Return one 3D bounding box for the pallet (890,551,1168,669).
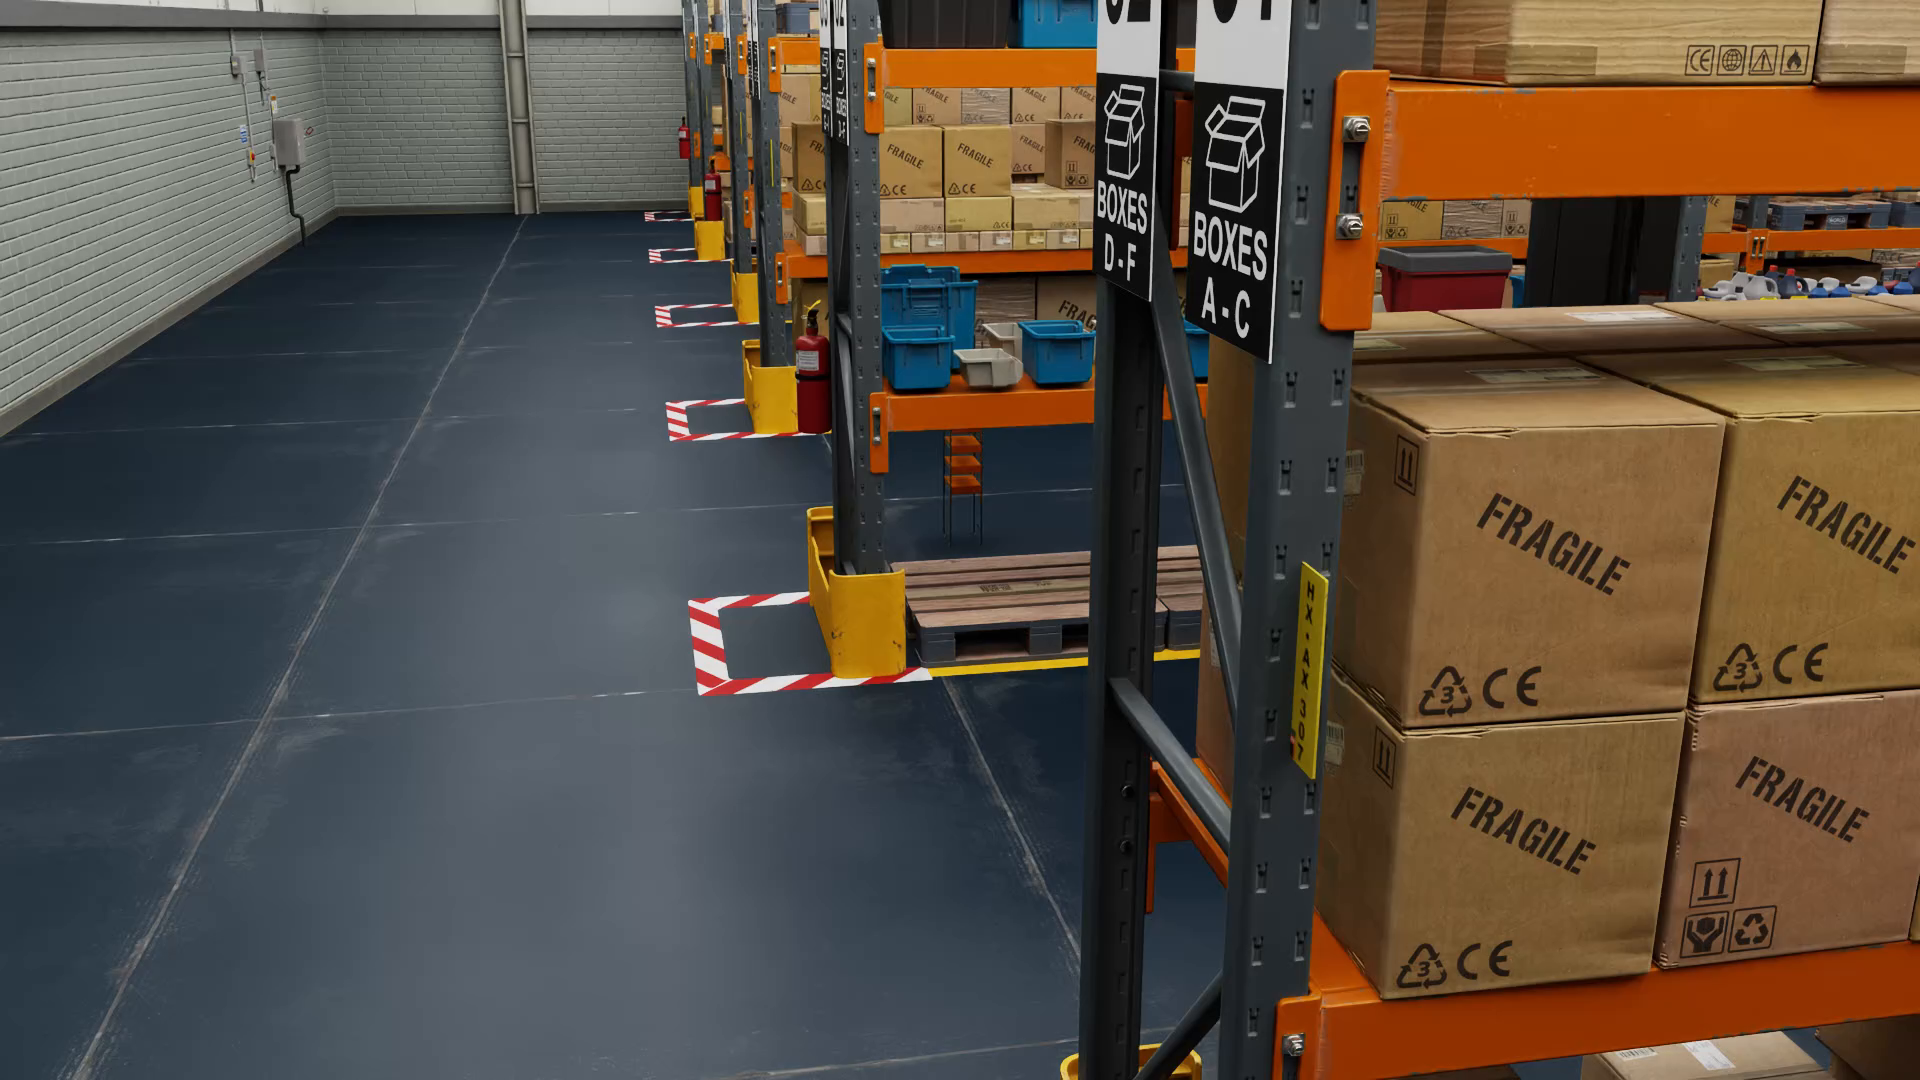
[{"bbox_3d":[0.315,0.329,8.380,1.213,0.211,1.003,-3,17,-10],"label":"pallet"}]

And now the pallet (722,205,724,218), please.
[{"bbox_3d":[-3.409,-5.400,27.034,1.213,0.211,1.003,-3,17,-10],"label":"pallet"}]

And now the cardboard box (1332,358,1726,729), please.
[{"bbox_3d":[0.920,-0.015,2.879,0.500,0.500,0.500,-3,17,-9],"label":"cardboard box"}]

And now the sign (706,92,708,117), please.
[{"bbox_3d":[-3.222,-5.545,21.147,0.005,0.325,0.100,-3,17,-10],"label":"sign"}]

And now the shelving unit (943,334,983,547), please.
[{"bbox_3d":[0.014,-0.574,9.638,0.189,1.200,0.258,-3,17,-10],"label":"shelving unit"}]

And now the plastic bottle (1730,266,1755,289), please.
[{"bbox_3d":[4.266,-1.314,9.064,0.185,0.351,0.144,-3,17,-10],"label":"plastic bottle"}]

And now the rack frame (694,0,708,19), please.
[{"bbox_3d":[-3.321,-8.121,20.927,0.127,3.000,1.000,-3,17,-10],"label":"rack frame"}]

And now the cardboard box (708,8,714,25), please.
[{"bbox_3d":[-3.779,-8.135,25.827,0.500,0.250,0.500,-3,17,-11],"label":"cardboard box"}]

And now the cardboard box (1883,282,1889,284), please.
[{"bbox_3d":[8.165,-1.969,14.621,0.500,0.500,0.700,-2,17,-6],"label":"cardboard box"}]

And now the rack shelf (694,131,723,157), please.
[{"bbox_3d":[-2.303,-6.452,26.934,4.000,0.370,1.077,-3,17,-10],"label":"rack shelf"}]

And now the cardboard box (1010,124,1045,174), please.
[{"bbox_3d":[0.713,-4.108,17.401,0.500,0.500,0.500,-4,17,-12],"label":"cardboard box"}]

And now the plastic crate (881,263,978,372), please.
[{"bbox_3d":[-0.208,-1.087,8.080,0.499,0.435,0.616,-3,17,-10],"label":"plastic crate"}]

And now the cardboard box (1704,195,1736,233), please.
[{"bbox_3d":[5.976,-2.791,13.620,0.500,0.500,0.500,-3,17,-9],"label":"cardboard box"}]

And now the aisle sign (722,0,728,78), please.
[{"bbox_3d":[-2.412,-5.157,17.066,0.004,0.787,0.394,-3,17,-10],"label":"aisle sign"}]

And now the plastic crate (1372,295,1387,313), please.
[{"bbox_3d":[1.892,-1.132,8.487,0.530,0.282,0.437,-3,17,-10],"label":"plastic crate"}]

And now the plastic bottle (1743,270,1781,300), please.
[{"bbox_3d":[4.293,-1.272,8.929,0.185,0.351,0.144,-3,17,-10],"label":"plastic bottle"}]

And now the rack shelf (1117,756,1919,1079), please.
[{"bbox_3d":[2.398,0.692,3.676,4.000,0.370,1.077,-3,17,-10],"label":"rack shelf"}]

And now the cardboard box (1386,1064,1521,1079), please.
[{"bbox_3d":[0.921,1.343,3.840,0.500,0.500,0.500,-3,17,-10],"label":"cardboard box"}]

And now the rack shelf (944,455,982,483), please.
[{"bbox_3d":[0.014,-0.417,9.687,0.180,0.103,0.258,-3,17,-10],"label":"rack shelf"}]

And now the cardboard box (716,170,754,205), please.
[{"bbox_3d":[-3.648,-5.698,26.792,0.637,0.503,0.797,-4,18,-13],"label":"cardboard box"}]

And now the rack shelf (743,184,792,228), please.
[{"bbox_3d":[-0.319,-3.600,17.648,4.000,0.370,1.077,-3,17,-10],"label":"rack shelf"}]

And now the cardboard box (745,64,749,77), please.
[{"bbox_3d":[-2.676,-6.064,21.470,0.250,0.149,0.380,-3,17,-9],"label":"cardboard box"}]

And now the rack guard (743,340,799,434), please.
[{"bbox_3d":[-1.465,-1.200,12.869,0.348,0.500,1.175,-3,17,-10],"label":"rack guard"}]

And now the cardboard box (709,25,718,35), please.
[{"bbox_3d":[-3.909,-7.949,25.901,0.250,0.149,0.380,-3,17,-9],"label":"cardboard box"}]

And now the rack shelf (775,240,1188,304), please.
[{"bbox_3d":[0.522,-2.164,12.974,4.000,0.370,1.077,-3,17,-10],"label":"rack shelf"}]

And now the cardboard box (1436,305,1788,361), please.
[{"bbox_3d":[1.315,-0.199,3.477,0.500,0.500,0.500,-3,17,-9],"label":"cardboard box"}]

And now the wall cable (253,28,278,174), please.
[{"bbox_3d":[-9.134,-5.827,21.943,0.122,1.984,0.588,-3,17,-10],"label":"wall cable"}]

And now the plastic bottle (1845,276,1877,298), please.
[{"bbox_3d":[4.965,-1.316,9.200,0.135,0.276,0.152,-3,17,-10],"label":"plastic bottle"}]

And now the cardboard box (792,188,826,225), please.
[{"bbox_3d":[-1.016,-2.571,12.821,0.500,0.250,0.500,-4,17,-11],"label":"cardboard box"}]

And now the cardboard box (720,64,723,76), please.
[{"bbox_3d":[-3.007,-6.167,21.804,0.250,0.149,0.380,-3,17,-10],"label":"cardboard box"}]

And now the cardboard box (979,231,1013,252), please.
[{"bbox_3d":[0.232,-2.274,12.533,0.250,0.149,0.380,-3,17,-11],"label":"cardboard box"}]

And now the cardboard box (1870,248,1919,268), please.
[{"bbox_3d":[11.014,-3.752,19.822,0.875,0.875,0.875,-3,17,-10],"label":"cardboard box"}]

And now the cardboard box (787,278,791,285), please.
[{"bbox_3d":[-1.720,-2.768,17.347,0.250,0.149,0.380,-3,17,-8],"label":"cardboard box"}]

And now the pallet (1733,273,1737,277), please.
[{"bbox_3d":[8.756,-3.103,19.555,1.213,0.211,1.003,-3,17,-10],"label":"pallet"}]

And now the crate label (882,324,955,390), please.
[{"bbox_3d":[-0.197,-0.836,7.609,0.303,0.233,0.416,-3,17,-10],"label":"crate label"}]

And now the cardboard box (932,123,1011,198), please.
[{"bbox_3d":[0.080,-2.833,12.398,0.500,0.500,0.500,-4,17,-12],"label":"cardboard box"}]

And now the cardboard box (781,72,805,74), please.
[{"bbox_3d":[-1.881,-4.597,17.291,0.500,0.500,0.500,-4,17,-12],"label":"cardboard box"}]

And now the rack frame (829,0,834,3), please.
[{"bbox_3d":[-0.502,-3.837,6.977,0.127,3.000,1.000,-3,17,-10],"label":"rack frame"}]

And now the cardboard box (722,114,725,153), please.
[{"bbox_3d":[-2.898,-5.405,22.129,0.500,0.500,0.500,-3,17,-10],"label":"cardboard box"}]

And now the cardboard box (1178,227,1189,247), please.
[{"bbox_3d":[1.744,-2.359,12.812,0.250,0.149,0.380,-4,17,-11],"label":"cardboard box"}]

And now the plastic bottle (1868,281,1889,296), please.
[{"bbox_3d":[5.007,-1.279,9.087,0.097,0.271,0.097,0,17,0],"label":"plastic bottle"}]

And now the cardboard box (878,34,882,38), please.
[{"bbox_3d":[-0.773,-5.206,16.800,0.500,0.250,0.500,-4,17,-12],"label":"cardboard box"}]

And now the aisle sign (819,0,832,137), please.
[{"bbox_3d":[-0.628,-2.292,7.738,0.004,0.787,0.394,-3,17,-10],"label":"aisle sign"}]

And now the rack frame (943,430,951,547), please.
[{"bbox_3d":[-0.076,-0.569,9.622,0.006,1.200,0.240,-3,17,-10],"label":"rack frame"}]

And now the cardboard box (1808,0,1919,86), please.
[{"bbox_3d":[1.480,-0.882,2.722,0.500,0.250,0.500,-3,17,-10],"label":"cardboard box"}]

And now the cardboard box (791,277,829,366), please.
[{"bbox_3d":[-0.828,-1.641,12.948,0.875,0.875,0.875,-3,17,-10],"label":"cardboard box"}]

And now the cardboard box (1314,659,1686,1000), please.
[{"bbox_3d":[0.920,0.463,3.026,0.500,0.500,0.500,-3,17,-9],"label":"cardboard box"}]

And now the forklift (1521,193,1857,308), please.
[{"bbox_3d":[2.953,-0.556,6.631,3.031,2.935,1.130,6,18,18],"label":"forklift"}]

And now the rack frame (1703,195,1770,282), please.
[{"bbox_3d":[6.413,-2.842,13.957,0.127,3.000,1.000,-3,17,-10],"label":"rack frame"}]

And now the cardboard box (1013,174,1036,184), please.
[{"bbox_3d":[0.636,-3.814,17.547,0.250,0.149,0.380,-4,17,-12],"label":"cardboard box"}]

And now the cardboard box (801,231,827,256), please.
[{"bbox_3d":[-1.030,-2.201,12.298,0.250,0.149,0.380,-3,17,-10],"label":"cardboard box"}]

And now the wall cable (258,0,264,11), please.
[{"bbox_3d":[-9.484,-8.763,22.953,0.133,3.039,2.988,-3,17,-10],"label":"wall cable"}]

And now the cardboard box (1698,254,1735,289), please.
[{"bbox_3d":[5.732,-1.995,14.102,0.875,0.875,1.225,-4,18,-13],"label":"cardboard box"}]

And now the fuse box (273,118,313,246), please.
[{"bbox_3d":[-9.108,-4.931,22.950,0.414,1.711,0.539,-3,17,-10],"label":"fuse box"}]

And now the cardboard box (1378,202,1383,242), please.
[{"bbox_3d":[2.985,-2.621,13.066,0.500,0.500,0.500,-3,17,-10],"label":"cardboard box"}]

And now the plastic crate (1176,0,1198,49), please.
[{"bbox_3d":[1.051,-2.379,7.445,0.767,0.338,0.504,-3,17,-10],"label":"plastic crate"}]

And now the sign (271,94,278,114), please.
[{"bbox_3d":[-9.301,-5.914,22.550,0.001,0.242,0.339,-3,17,-10],"label":"sign"}]

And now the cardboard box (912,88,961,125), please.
[{"bbox_3d":[-0.283,-4.531,17.073,0.500,0.500,0.500,-4,17,-12],"label":"cardboard box"}]

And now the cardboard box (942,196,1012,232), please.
[{"bbox_3d":[0.084,-2.474,12.506,0.500,0.250,0.500,-4,17,-12],"label":"cardboard box"}]
